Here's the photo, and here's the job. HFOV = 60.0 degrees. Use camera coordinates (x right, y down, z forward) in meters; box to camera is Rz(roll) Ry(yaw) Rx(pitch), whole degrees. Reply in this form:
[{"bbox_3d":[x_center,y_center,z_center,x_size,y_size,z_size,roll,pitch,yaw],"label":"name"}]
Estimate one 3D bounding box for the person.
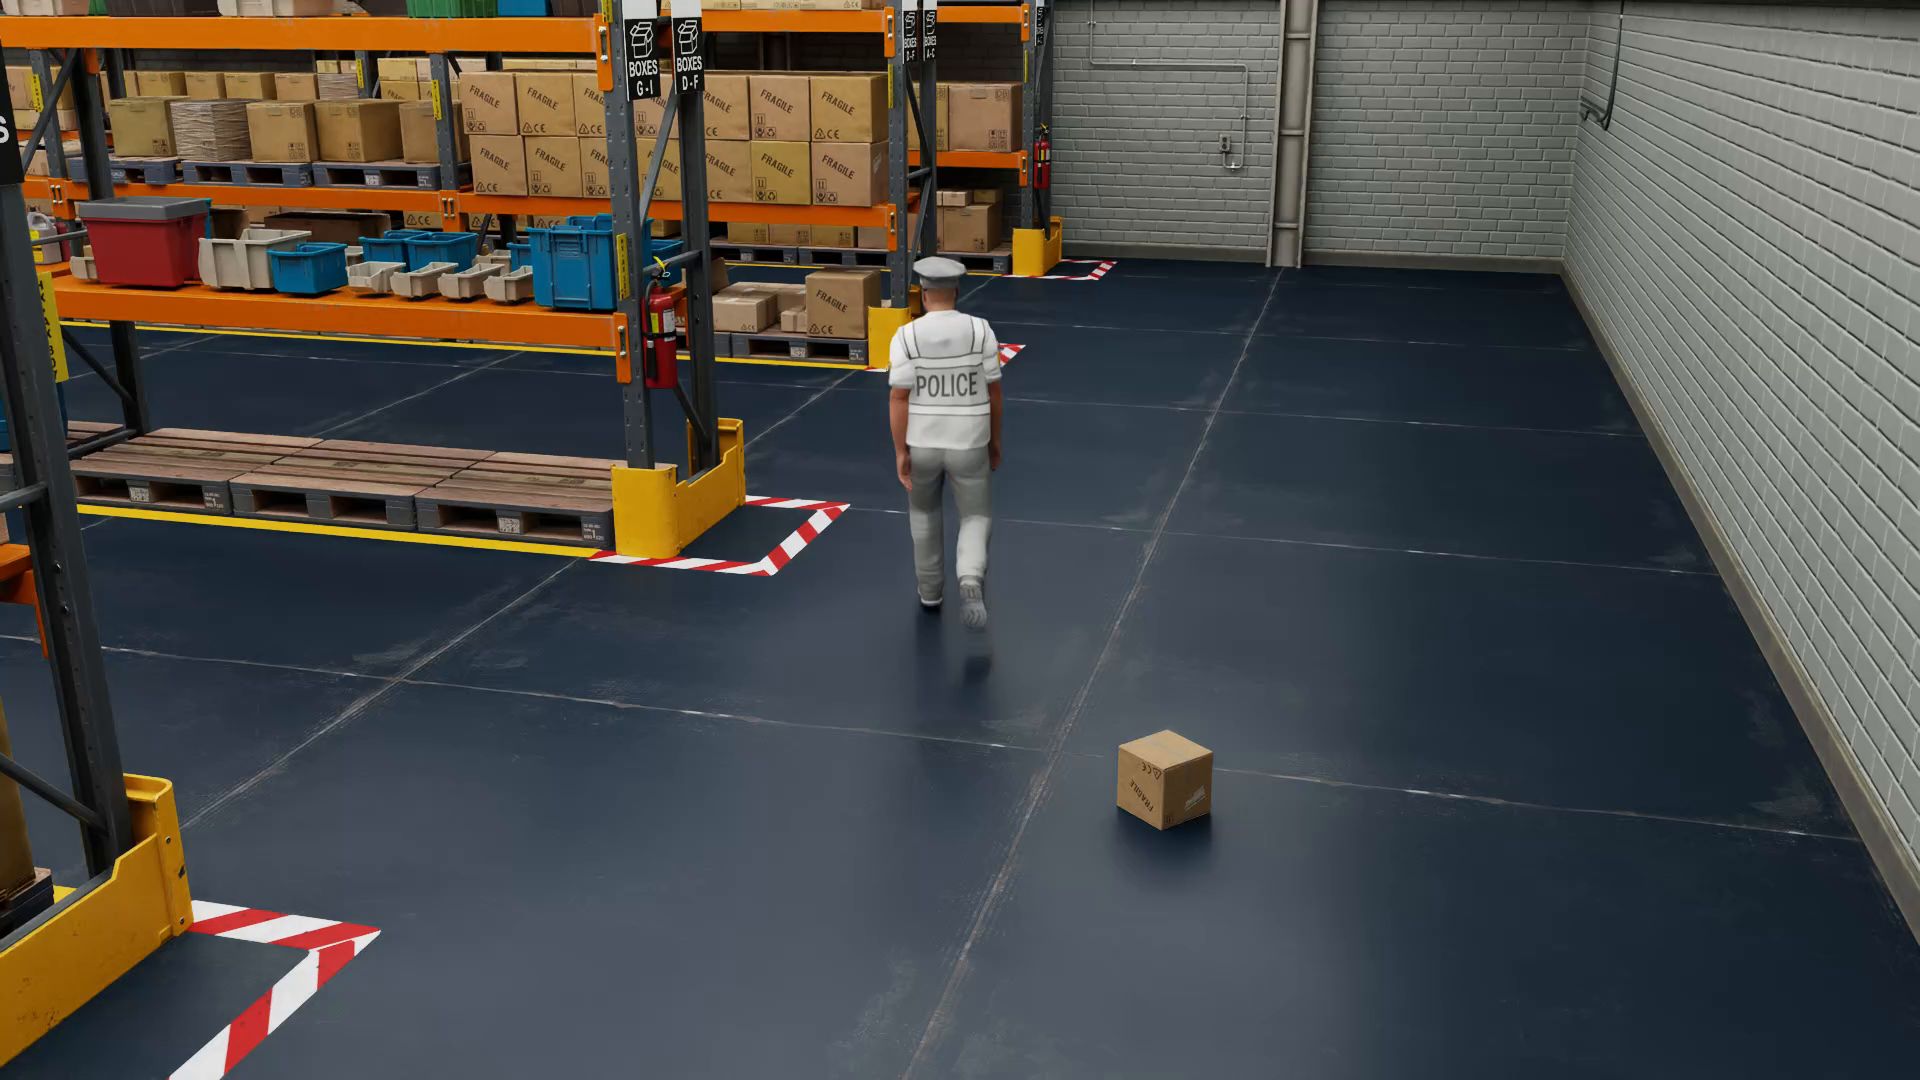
[{"bbox_3d":[-0.064,-0.452,7.874,0.538,1.717,0.840,0,18,-1],"label":"person"}]
